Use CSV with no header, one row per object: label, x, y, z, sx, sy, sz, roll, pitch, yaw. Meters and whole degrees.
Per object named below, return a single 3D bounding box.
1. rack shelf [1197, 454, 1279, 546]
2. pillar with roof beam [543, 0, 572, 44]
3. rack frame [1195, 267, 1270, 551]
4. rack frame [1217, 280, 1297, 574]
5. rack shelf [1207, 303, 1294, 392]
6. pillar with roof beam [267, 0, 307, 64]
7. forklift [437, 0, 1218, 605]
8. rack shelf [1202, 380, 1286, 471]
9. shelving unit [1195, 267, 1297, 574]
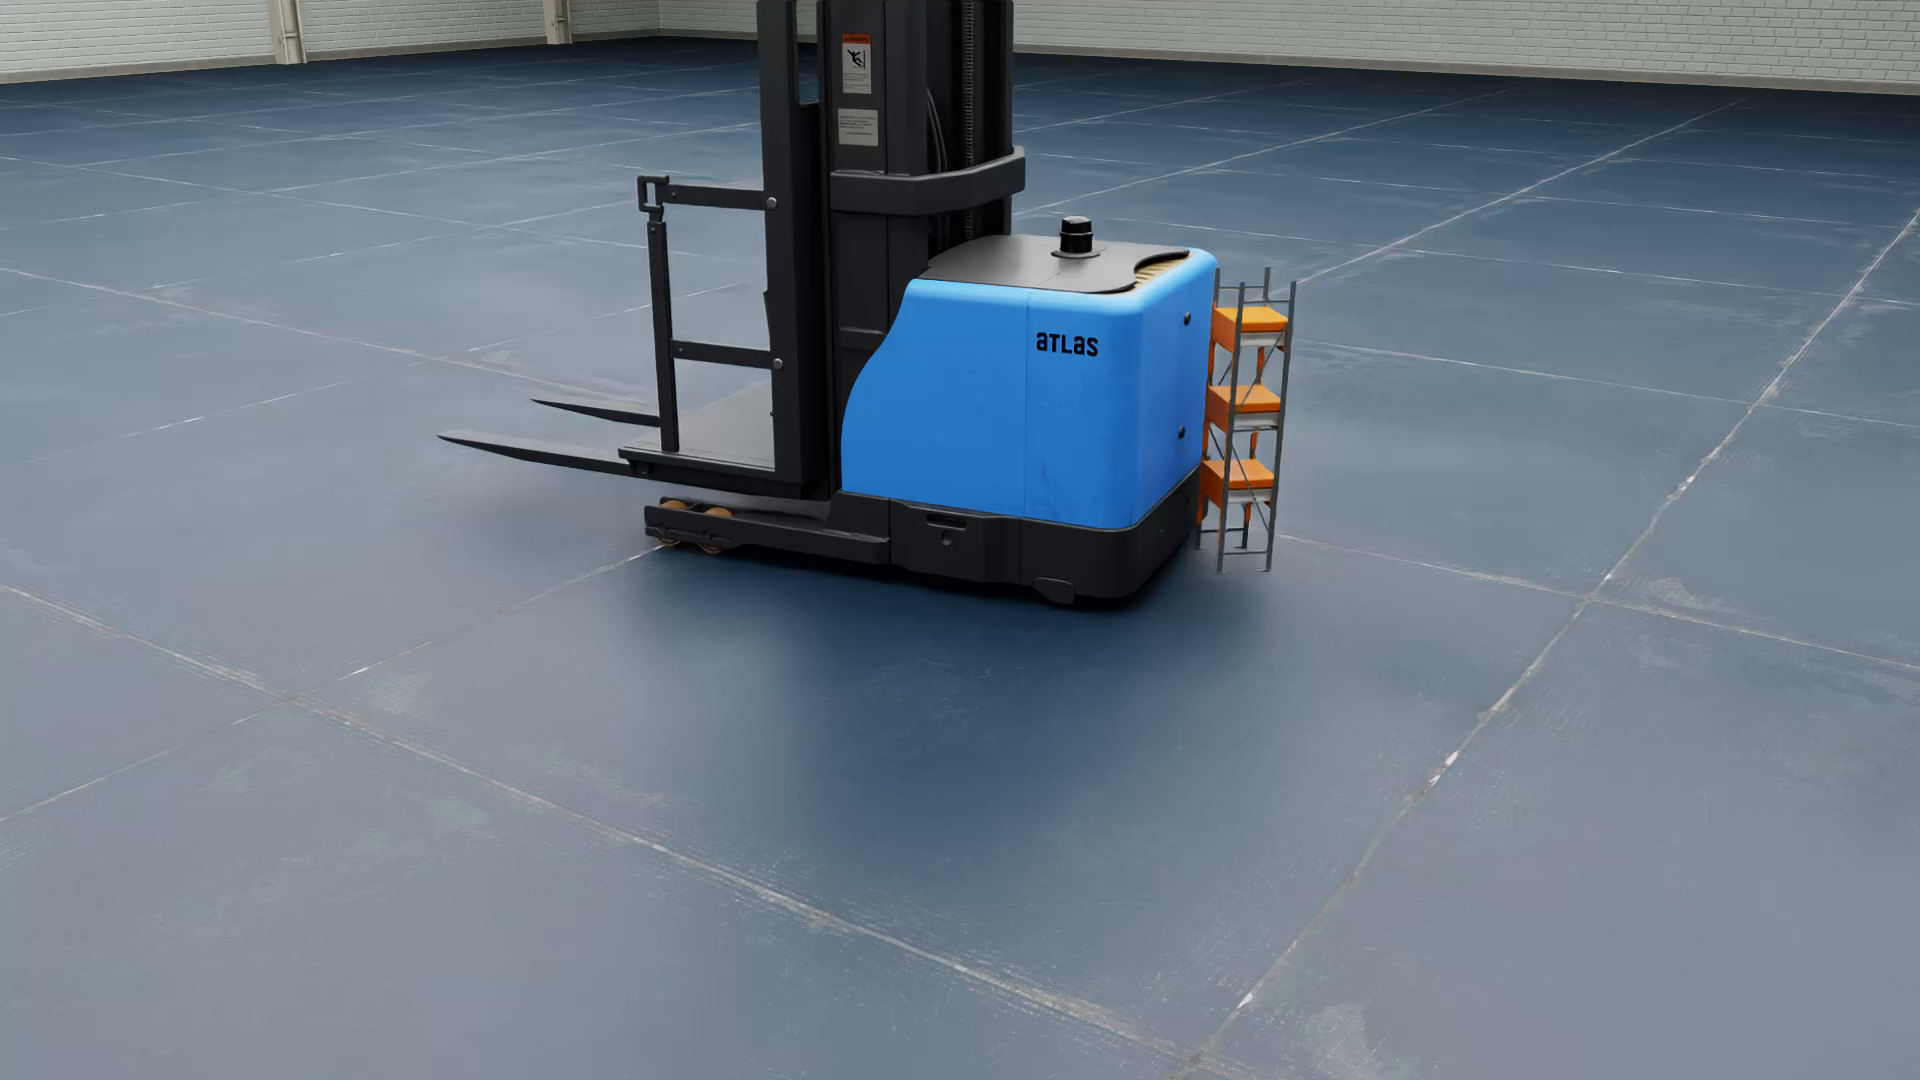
rack shelf,0.995,-0.147,5.973,0.215,0.259,0.240,-3,20,-11
pillar with roof beam,-4.268,-13.085,28.667,9.100,9.000,0.400,13,24,32
rack frame,0.978,-0.459,5.987,0.200,1.050,0.008,-3,20,-11
rack frame,1.024,-0.376,5.762,0.200,1.050,0.008,-3,20,-11
rack shelf,1.006,-0.674,5.781,0.215,0.259,0.240,-3,20,-11
pillar with roof beam,-7.641,-11.363,24.013,9.100,9.000,0.400,13,24,32
forklift,-0.617,-1.482,6.046,3.031,2.935,1.130,9,22,23
rack shelf,1.001,-0.408,5.878,0.215,0.259,0.240,-3,20,-11
shelving unit,1.001,-0.418,5.874,0.215,1.050,0.252,-3,20,-11
